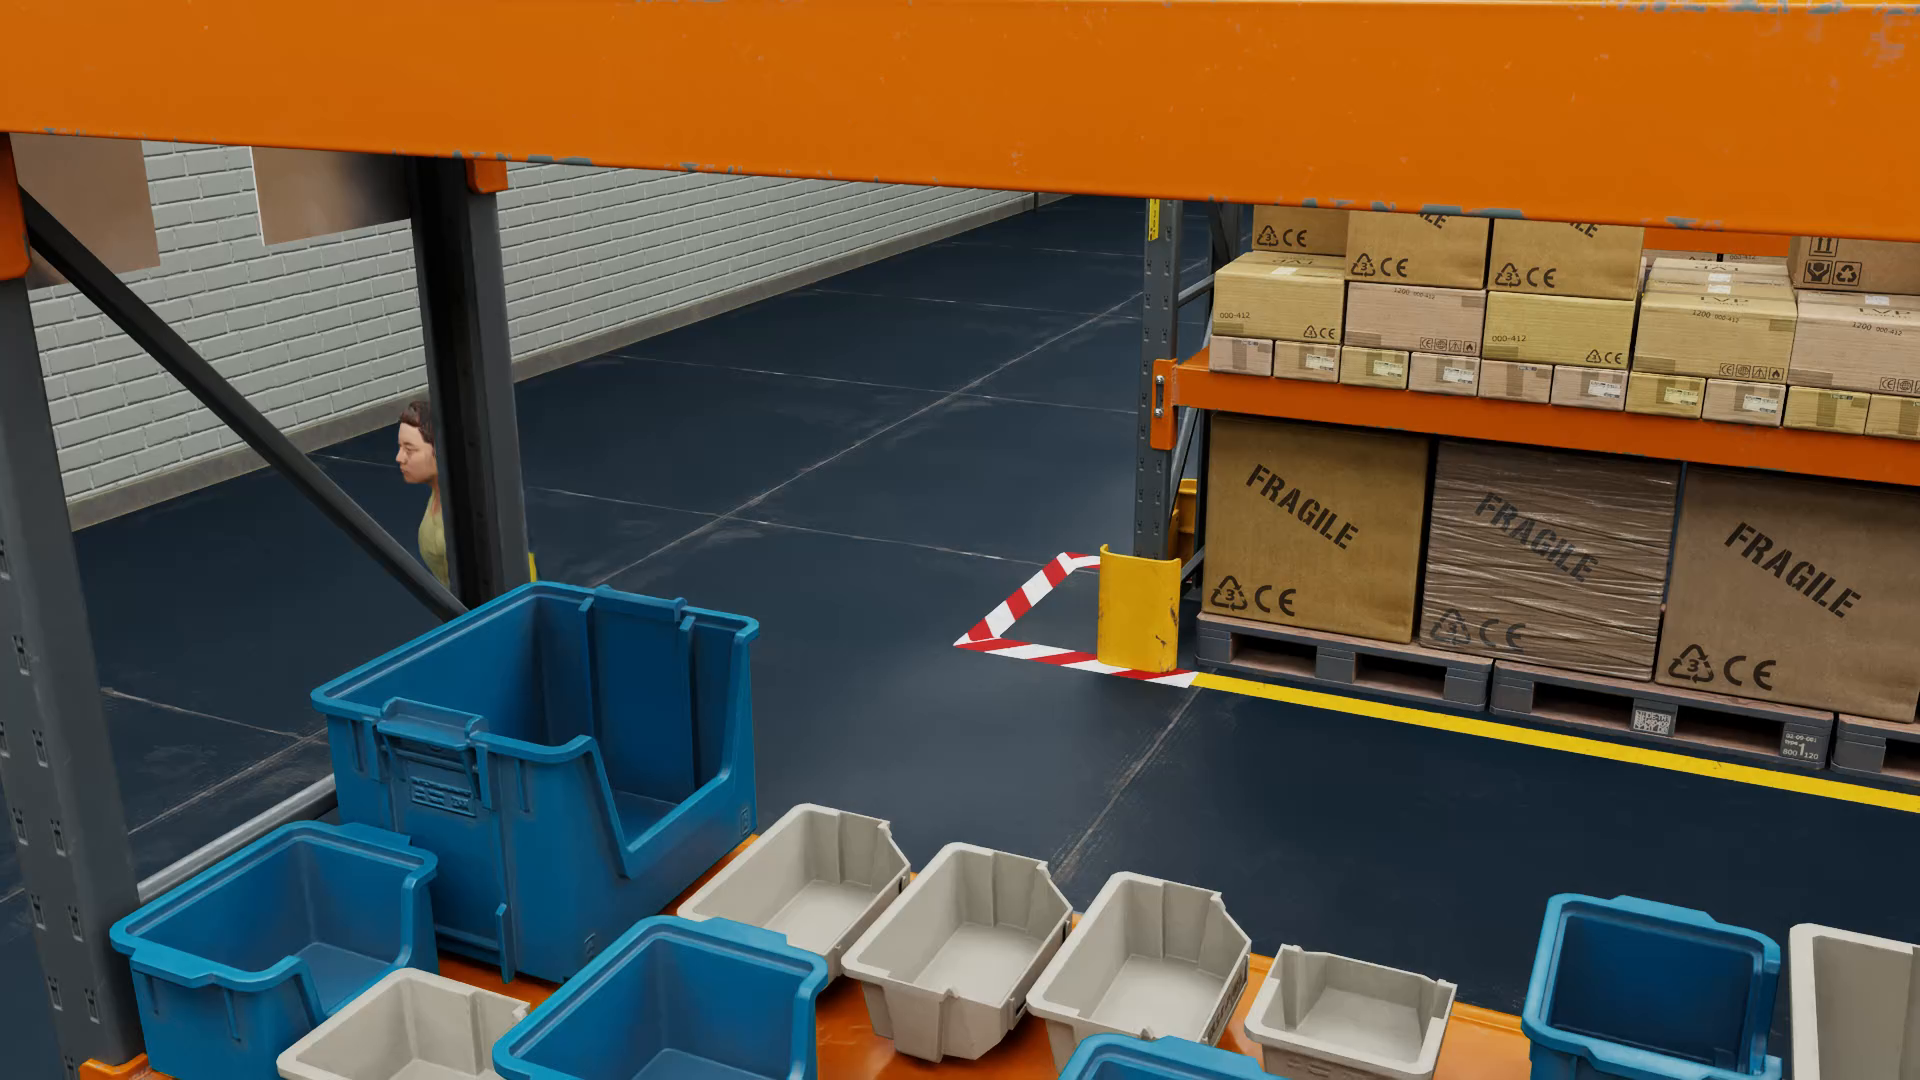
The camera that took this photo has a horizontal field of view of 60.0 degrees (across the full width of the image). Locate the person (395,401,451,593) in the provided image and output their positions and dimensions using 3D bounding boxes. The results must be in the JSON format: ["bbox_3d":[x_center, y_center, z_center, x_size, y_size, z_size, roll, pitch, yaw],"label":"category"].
[{"bbox_3d":[-1.367,0.296,5.325,0.745,1.605,0.607,-13,23,-33],"label":"person"}]
